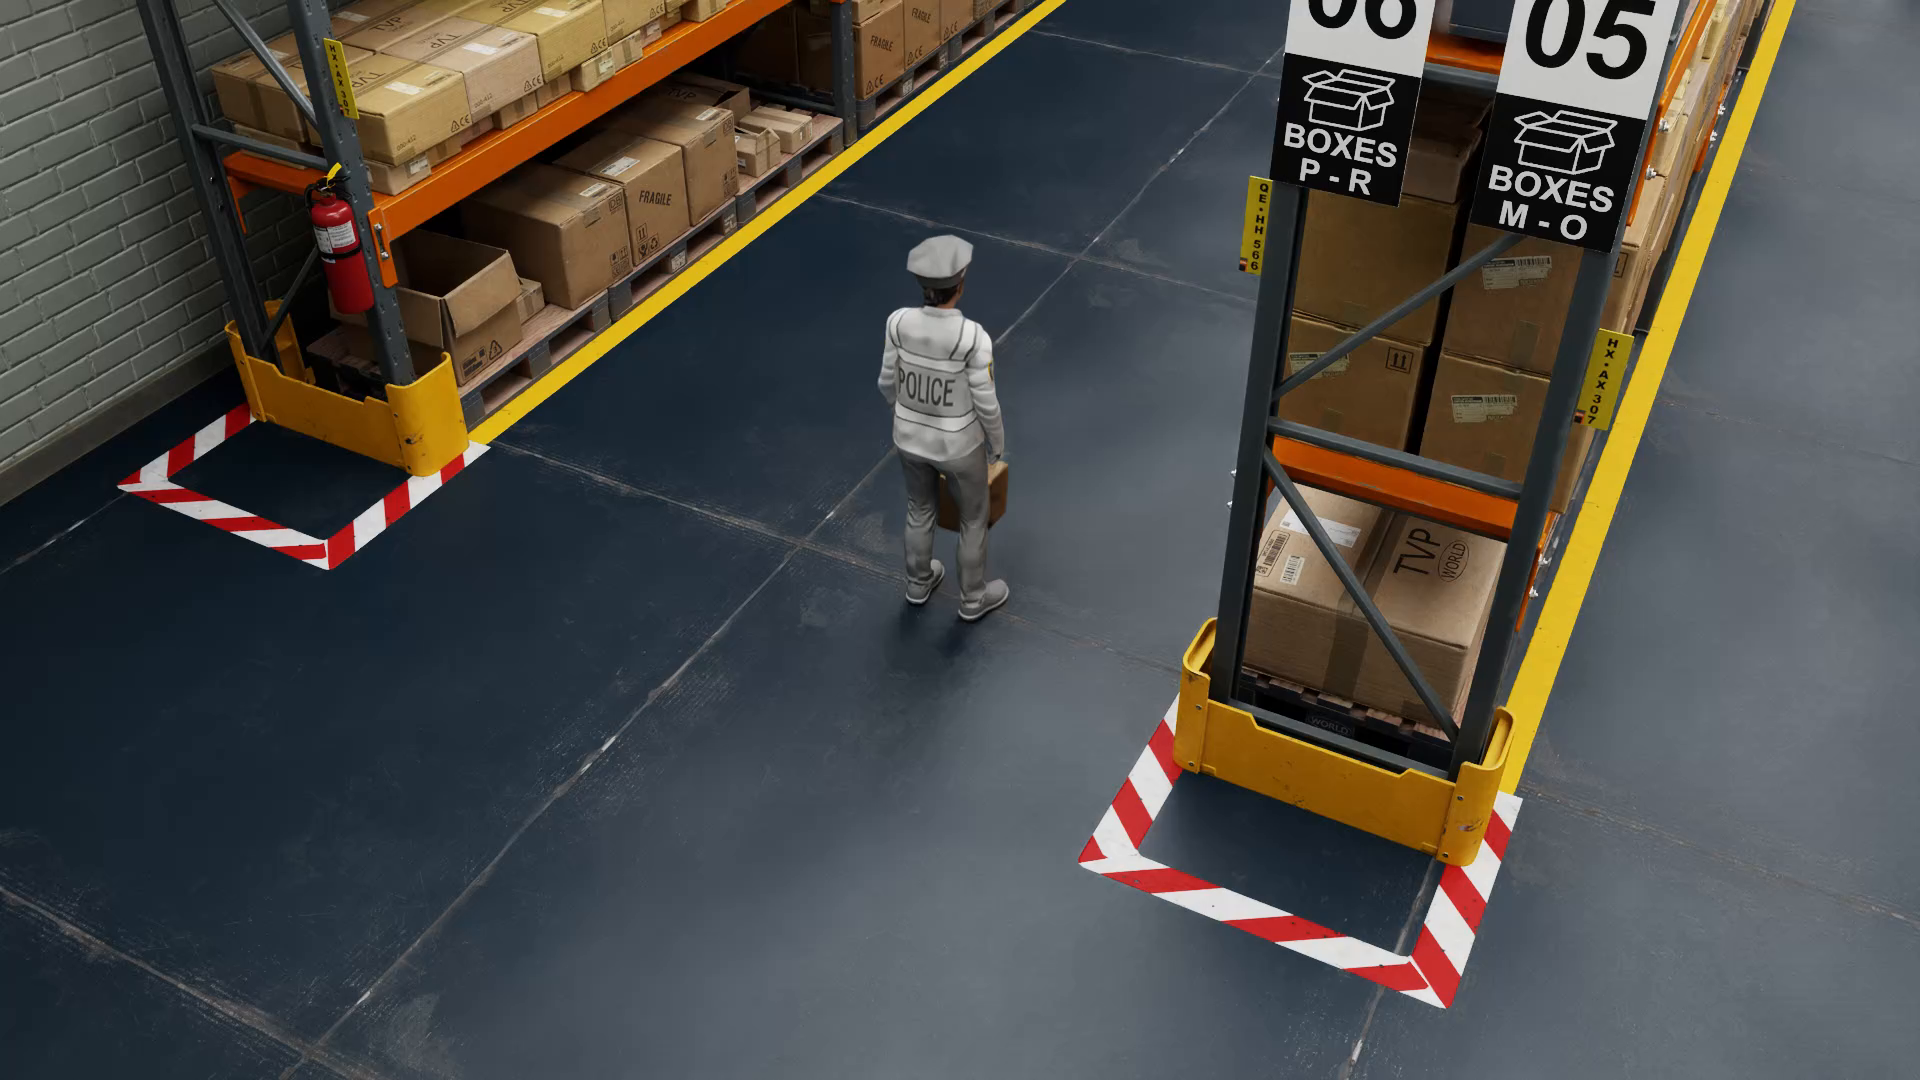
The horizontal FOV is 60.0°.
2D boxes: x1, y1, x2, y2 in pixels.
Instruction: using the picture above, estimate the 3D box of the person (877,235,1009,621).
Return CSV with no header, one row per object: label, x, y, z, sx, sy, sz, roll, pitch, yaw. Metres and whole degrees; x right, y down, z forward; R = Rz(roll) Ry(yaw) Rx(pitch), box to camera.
person,-0.071,-0.404,6.659,0.510,1.669,0.359,17,41,20
